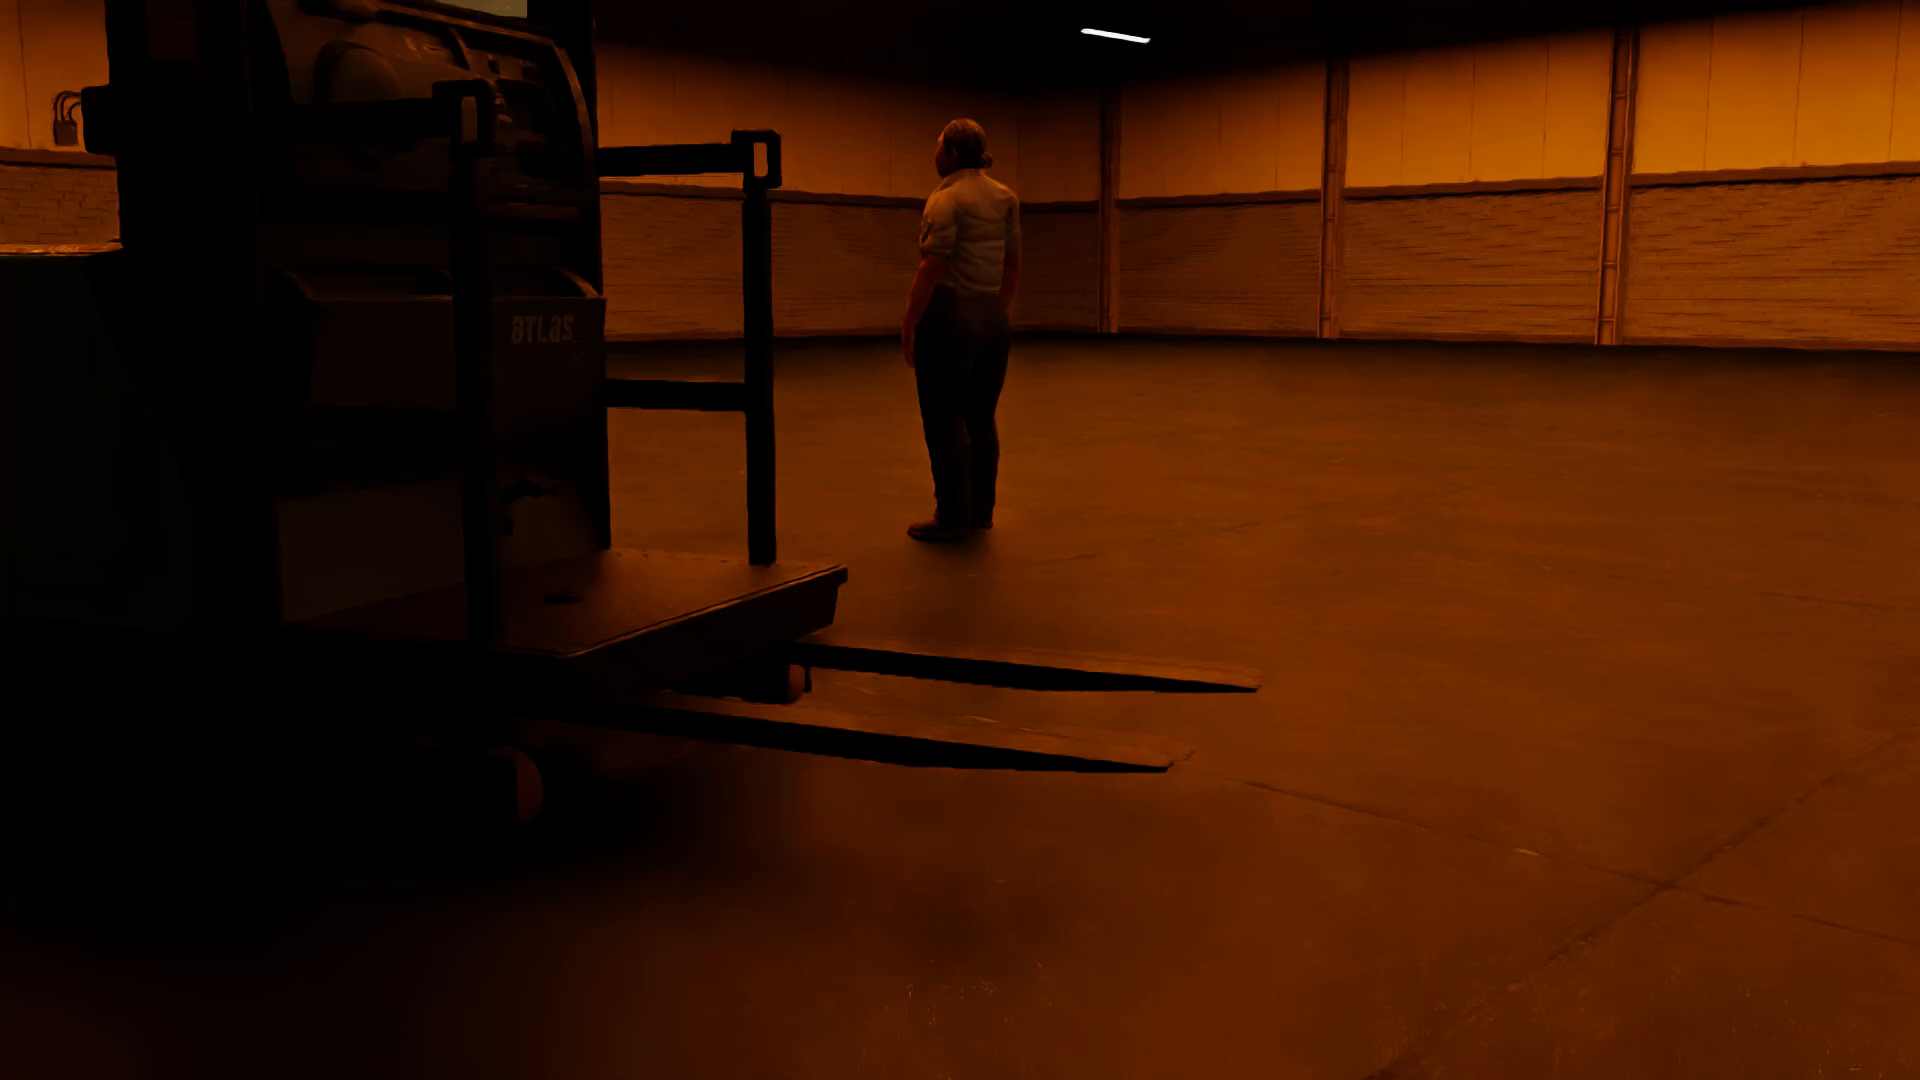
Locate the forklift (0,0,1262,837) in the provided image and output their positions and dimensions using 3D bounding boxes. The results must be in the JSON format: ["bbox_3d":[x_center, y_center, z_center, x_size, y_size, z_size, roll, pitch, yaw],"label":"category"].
[{"bbox_3d":[-0.913,-0.990,3.450,3.031,2.935,1.130,4,9,24],"label":"forklift"}]

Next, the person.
[{"bbox_3d":[-0.049,-0.830,6.672,0.502,1.642,0.599,8,12,43],"label":"person"}]
